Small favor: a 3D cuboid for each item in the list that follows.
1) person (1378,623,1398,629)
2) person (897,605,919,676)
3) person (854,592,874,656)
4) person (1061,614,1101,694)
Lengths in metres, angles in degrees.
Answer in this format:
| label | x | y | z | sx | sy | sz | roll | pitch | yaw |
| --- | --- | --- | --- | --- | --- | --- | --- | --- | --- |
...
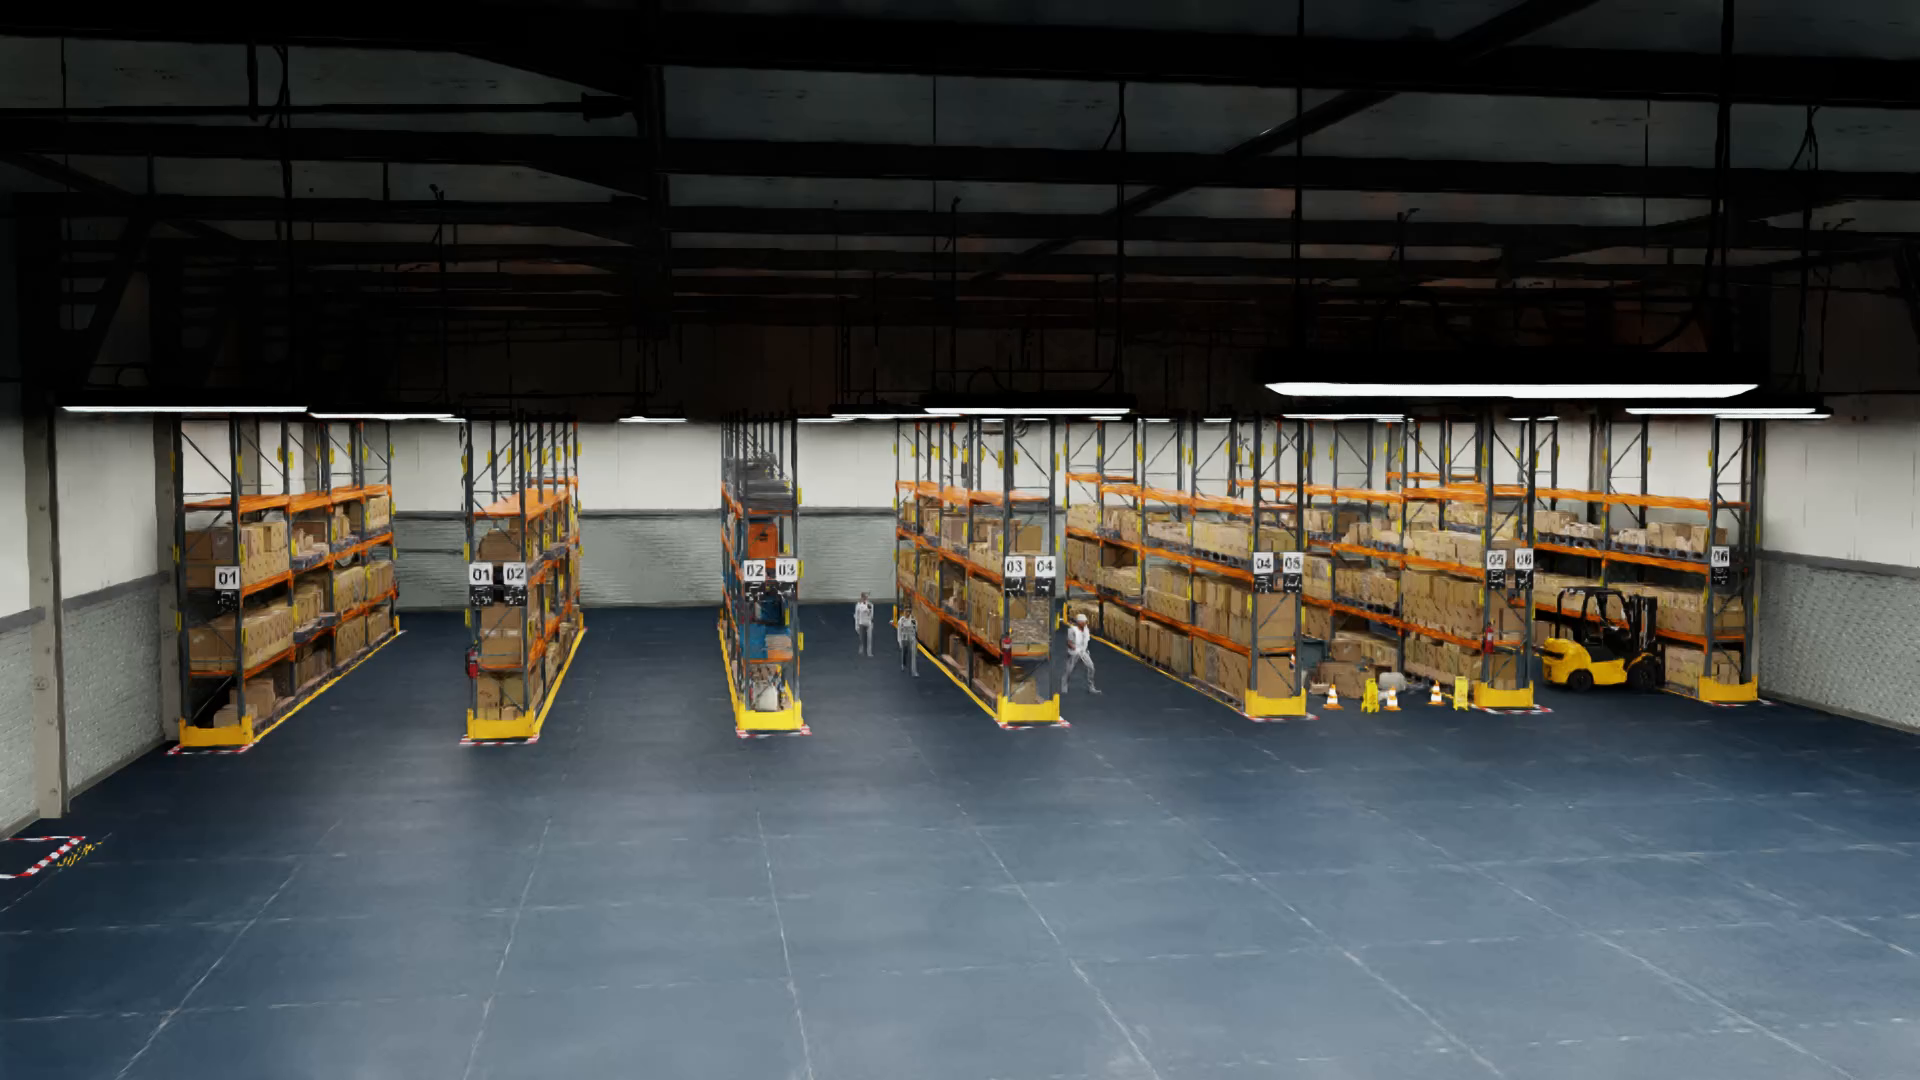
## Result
| label | x | y | z | sx | sy | sz | roll | pitch | yaw |
| --- | --- | --- | --- | --- | --- | --- | --- | --- | --- |
| person | 11.974 | 1.653 | 46.428 | 0.538 | 1.645 | 0.591 | 1 | 4 | 10 |
| person | -1.192 | 2.265 | 37.921 | 0.495 | 1.589 | 1.086 | -1 | 4 | -7 |
| person | -2.362 | 2.042 | 41.024 | 0.495 | 1.576 | 1.086 | 0 | 4 | -7 |
| person | 2.509 | 2.397 | 35.195 | 0.694 | 1.713 | 0.815 | -2 | 5 | -29 |
